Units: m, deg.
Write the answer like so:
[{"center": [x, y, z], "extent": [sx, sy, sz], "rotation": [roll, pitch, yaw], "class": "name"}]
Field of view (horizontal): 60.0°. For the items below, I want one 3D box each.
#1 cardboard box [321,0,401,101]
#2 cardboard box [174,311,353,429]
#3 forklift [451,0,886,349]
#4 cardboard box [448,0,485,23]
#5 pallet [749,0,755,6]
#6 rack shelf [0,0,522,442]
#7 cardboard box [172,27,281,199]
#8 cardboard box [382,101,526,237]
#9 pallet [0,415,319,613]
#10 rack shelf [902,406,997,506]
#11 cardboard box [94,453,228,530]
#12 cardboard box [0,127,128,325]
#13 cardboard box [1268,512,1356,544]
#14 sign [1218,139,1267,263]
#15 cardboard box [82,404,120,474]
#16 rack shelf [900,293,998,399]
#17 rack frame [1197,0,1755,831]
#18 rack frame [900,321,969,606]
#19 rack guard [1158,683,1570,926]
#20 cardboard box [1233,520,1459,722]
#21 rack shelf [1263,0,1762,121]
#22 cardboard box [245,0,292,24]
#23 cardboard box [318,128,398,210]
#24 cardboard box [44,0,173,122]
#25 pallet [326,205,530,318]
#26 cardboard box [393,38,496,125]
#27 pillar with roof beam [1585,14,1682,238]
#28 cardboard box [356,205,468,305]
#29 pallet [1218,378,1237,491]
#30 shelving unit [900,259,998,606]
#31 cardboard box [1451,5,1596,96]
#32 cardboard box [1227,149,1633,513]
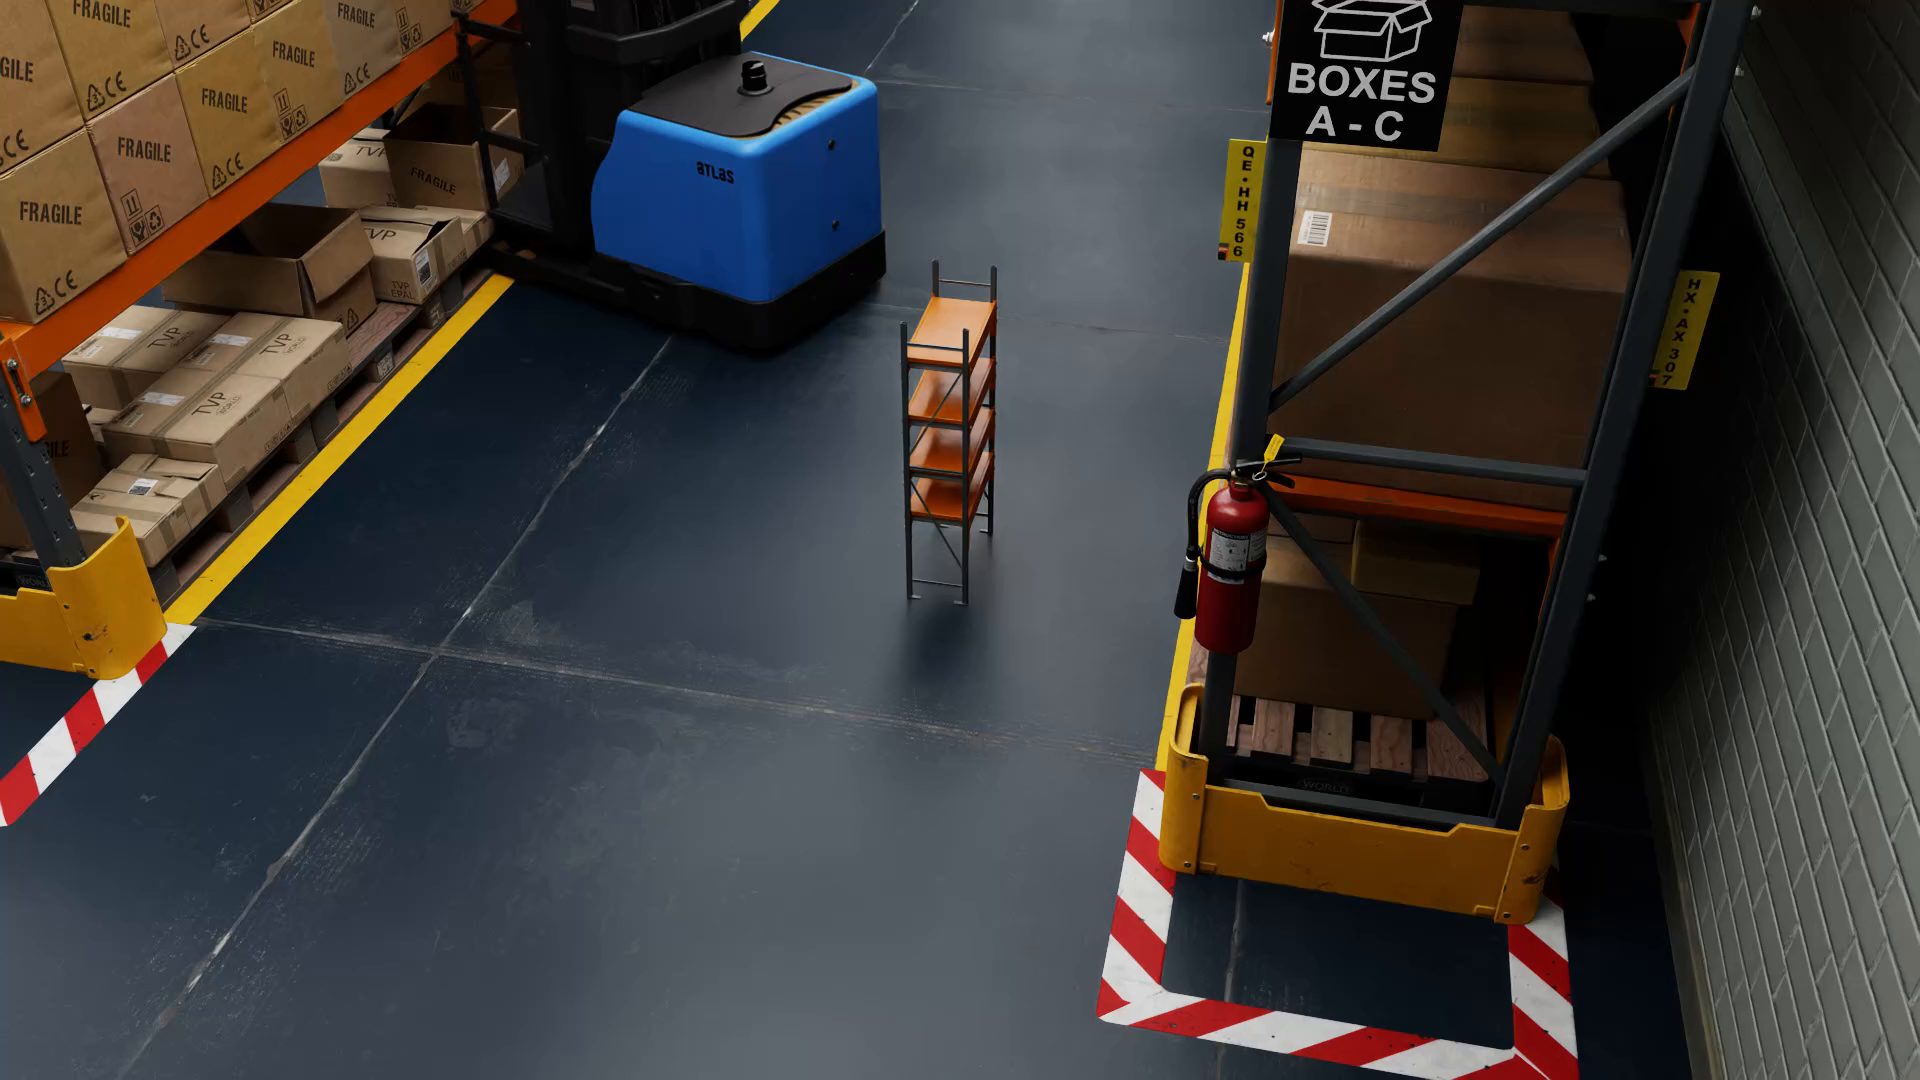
[{"center": [-2.820, -2.250, 7.213], "extent": [0.500, 0.500, 0.500], "rotation": [8, 37, 11], "class": "cardboard box"}, {"center": [-2.995, -0.739, 7.182], "extent": [0.500, 0.250, 0.500], "rotation": [7, 37, 10], "class": "cardboard box"}, {"center": [-1.893, -2.753, 8.050], "extent": [3.031, 2.935, 1.130], "rotation": [21, 41, 26], "class": "forklift"}, {"center": [-2.603, -2.840, 8.027], "extent": [0.500, 0.500, 0.500], "rotation": [8, 37, 11], "class": "cardboard box"}, {"center": [-2.089, -3.859, 11.895], "extent": [1.003, 0.211, 1.213], "rotation": [7, 37, 10], "class": "pallet"}, {"center": [-3.175, -1.680, 7.126], "extent": [1.077, 0.370, 4.000], "rotation": [7, 37, 10], "class": "rack shelf"}, {"center": [-3.034, -1.671, 6.414], "extent": [0.500, 0.500, 0.500], "rotation": [7, 37, 10], "class": "cardboard box"}, {"center": [-2.592, -1.922, 8.601], "extent": [0.500, 0.500, 0.500], "rotation": [7, 37, 10], "class": "cardboard box"}, {"center": [-3.416, -0.197, 6.842], "extent": [1.003, 0.211, 1.213], "rotation": [7, 37, 10], "class": "pallet"}, {"center": [-0.035, -0.336, 6.306], "extent": [0.258, 0.148, 0.480], "rotation": [7, 37, 10], "class": "rack shelf"}, {"center": [-3.123, -0.196, 6.504], "extent": [0.380, 0.166, 0.250], "rotation": [7, 37, 10], "class": "cardboard box"}, {"center": [-3.249, -1.087, 5.609], "extent": [0.500, 0.500, 0.500], "rotation": [8, 37, 11], "class": "cardboard box"}, {"center": [1.140, -0.137, 5.603], "extent": [0.380, 0.149, 0.250], "rotation": [7, 37, 9], "class": "cardboard box"}, {"center": [0.711, -0.847, 4.174], "extent": [0.100, 0.325, 0.005], "rotation": [7, 37, 10], "class": "sign"}, {"center": [-3.552, -0.420, 6.812], "extent": [0.380, 0.166, 0.250], "rotation": [7, 37, 10], "class": "cardboard box"}, {"center": [-0.035, -0.709, 6.036], "extent": [0.258, 0.148, 0.480], "rotation": [7, 37, 10], "class": "rack shelf"}, {"center": [1.238, -0.206, 4.479], "extent": [1.000, 3.000, 0.127], "rotation": [7, 37, 10], "class": "rack frame"}, {"center": [-0.087, -0.251, 6.074], "extent": [0.240, 1.200, 0.015], "rotation": [7, 37, 10], "class": "rack frame"}, {"center": [1.233, 0.820, 5.193], "extent": [1.175, 0.500, 0.348], "rotation": [7, 37, 10], "class": "rack guard"}, {"center": [1.290, 0.222, 5.660], "extent": [0.700, 0.500, 0.500], "rotation": [7, 37, 10], "class": "cardboard box"}, {"center": [1.666, -2.276, 5.392], "extent": [1.077, 0.370, 4.000], "rotation": [7, 37, 10], "class": "rack shelf"}, {"center": [-2.926, -2.370, 6.527], "extent": [0.500, 0.500, 0.500], "rotation": [7, 37, 10], "class": "cardboard box"}, {"center": [-3.048, -1.994, 8.862], "extent": [0.500, 0.311, 0.500], "rotation": [7, 37, 10], "class": "cardboard box"}, {"center": [-3.145, -1.792, 5.730], "extent": [0.500, 0.500, 0.500], "rotation": [8, 37, 10], "class": "cardboard box"}, {"center": [-2.895, -1.596, 8.772], "extent": [1.003, 0.211, 1.213], "rotation": [7, 37, 10], "class": "pallet"}, {"center": [-2.922, -2.603, 9.541], "extent": [0.500, 0.500, 0.500], "rotation": [7, 37, 10], "class": "cardboard box"}, {"center": [-1.417, -4.959, 5.923], "extent": [9.100, 9.000, 0.400], "rotation": [7, 37, 10], "class": "pillar with roof beam"}, {"center": [-2.752, -1.416, 8.063], "extent": [0.500, 0.311, 0.500], "rotation": [7, 37, 10], "class": "cardboard box"}, {"center": [1.595, -0.243, 6.905], "extent": [1.003, 0.211, 1.213], "rotation": [7, 37, 10], "class": "pallet"}, {"center": [-0.035, -0.391, 6.267], "extent": [0.258, 1.200, 0.503], "rotation": [7, 37, 10], "class": "shelving unit"}, {"center": [1.654, -1.476, 5.975], "extent": [0.980, 0.700, 0.700], "rotation": [6, 36, 8], "class": "cardboard box"}, {"center": [1.338, -0.621, 4.796], "extent": [0.980, 0.700, 0.700], "rotation": [9, 37, 12], "class": "cardboard box"}]
